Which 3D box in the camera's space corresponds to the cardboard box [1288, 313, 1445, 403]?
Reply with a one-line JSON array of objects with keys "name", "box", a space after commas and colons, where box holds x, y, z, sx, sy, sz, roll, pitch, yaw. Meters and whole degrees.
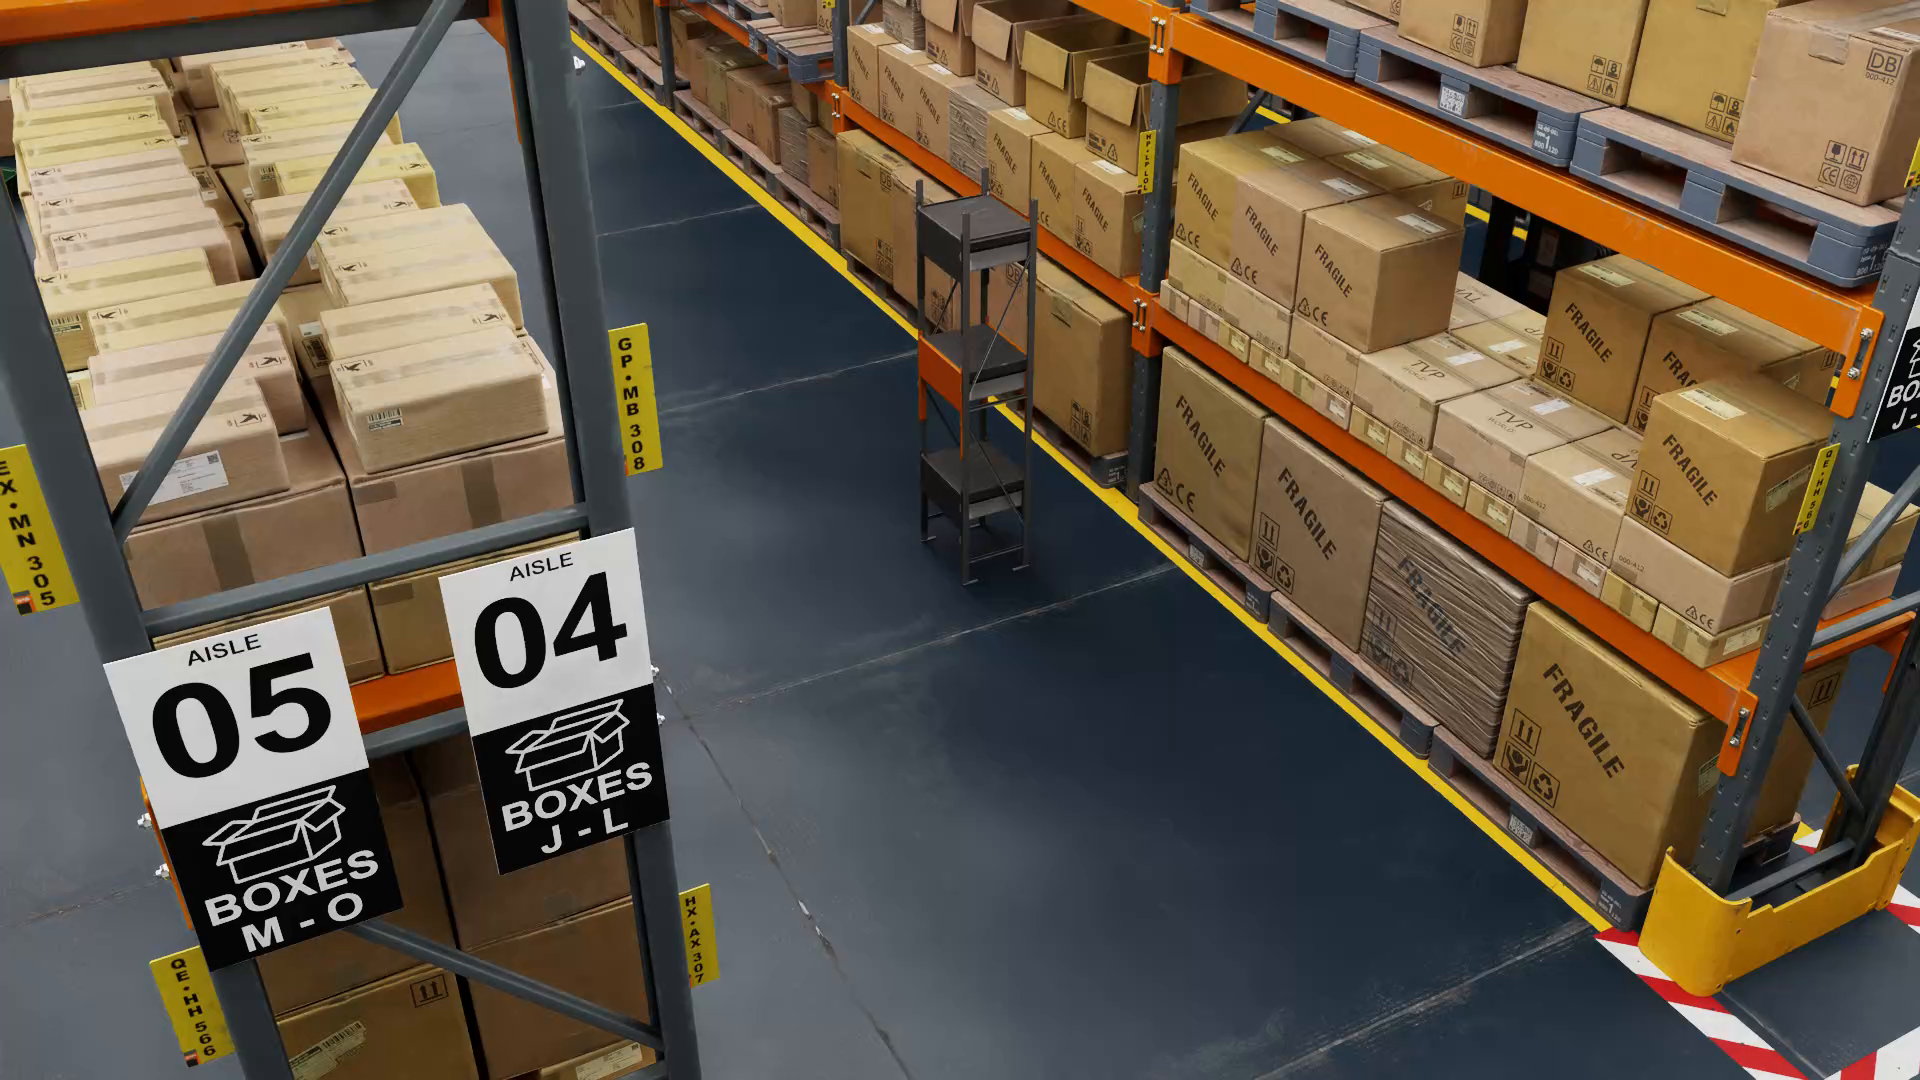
[{"name": "cardboard box", "box": [1.893, -0.904, 7.762, 0.500, 0.250, 0.500, -15, 36, -22]}]

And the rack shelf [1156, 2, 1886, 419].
[{"name": "rack shelf", "box": [2.364, -1.622, 6.906, 1.077, 0.370, 4.000, -16, 36, -23]}]

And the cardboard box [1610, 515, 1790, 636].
[{"name": "cardboard box", "box": [2.836, 0.066, 6.248, 0.500, 0.250, 0.500, -16, 36, -24]}]

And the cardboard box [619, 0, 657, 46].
[{"name": "cardboard box", "box": [-3.082, -5.307, 16.700, 0.500, 0.500, 0.500, -19, 37, -27]}]

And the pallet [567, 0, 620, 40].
[{"name": "pallet", "box": [-3.780, -5.736, 18.026, 1.003, 0.211, 1.213, -16, 36, -23]}]

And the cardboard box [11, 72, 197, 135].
[{"name": "cardboard box", "box": [-2.763, -1.298, 5.409, 0.500, 0.250, 0.500, -16, 36, -23]}]

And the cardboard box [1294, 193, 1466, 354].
[{"name": "cardboard box", "box": [1.898, -1.217, 7.556, 0.500, 0.500, 0.500, -17, 36, -25]}]

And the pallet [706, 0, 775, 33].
[{"name": "pallet", "box": [-1.393, -4.379, 13.501, 1.003, 0.211, 1.213, -16, 36, -23]}]

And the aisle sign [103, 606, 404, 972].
[{"name": "aisle sign", "box": [-1.370, 0.508, 3.286, 0.394, 0.787, 0.004, -16, 36, -23]}]

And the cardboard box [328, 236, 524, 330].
[{"name": "cardboard box", "box": [-1.253, -0.572, 3.907, 0.380, 0.149, 0.250, -16, 36, -23]}]

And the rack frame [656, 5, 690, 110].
[{"name": "rack frame", "box": [-2.298, -5.434, 14.970, 1.000, 3.000, 0.127, -16, 36, -23]}]

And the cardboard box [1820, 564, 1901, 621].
[{"name": "cardboard box", "box": [3.423, 0.146, 6.493, 0.380, 0.149, 0.250, -15, 36, -23]}]

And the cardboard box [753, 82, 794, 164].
[{"name": "cardboard box", "box": [-1.304, -3.503, 13.865, 0.700, 0.500, 0.500, -13, 35, -19]}]

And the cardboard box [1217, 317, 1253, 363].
[{"name": "cardboard box", "box": [1.521, -1.035, 8.336, 0.380, 0.149, 0.250, -15, 35, -22]}]

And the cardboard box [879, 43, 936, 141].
[{"name": "cardboard box", "box": [-0.205, -3.021, 11.111, 0.500, 0.500, 0.500, -17, 36, -24]}]

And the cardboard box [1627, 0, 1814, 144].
[{"name": "cardboard box", "box": [2.851, -1.765, 5.888, 0.700, 0.500, 0.500, -17, 36, -25]}]

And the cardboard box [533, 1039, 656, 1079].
[{"name": "cardboard box", "box": [-0.999, 1.361, 4.597, 0.380, 0.149, 0.250, -16, 36, -23]}]

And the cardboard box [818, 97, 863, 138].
[{"name": "cardboard box", "box": [-0.772, -3.286, 12.831, 0.500, 0.250, 0.500, -14, 35, -21]}]

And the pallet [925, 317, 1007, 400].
[{"name": "pallet", "box": [0.432, -1.374, 11.218, 1.003, 0.211, 1.213, -16, 36, -23]}]

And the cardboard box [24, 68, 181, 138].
[{"name": "cardboard box", "box": [-2.598, -1.298, 5.039, 0.380, 0.149, 0.250, -17, 36, -25]}]

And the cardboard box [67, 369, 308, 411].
[{"name": "cardboard box", "box": [-1.818, -0.318, 3.879, 0.500, 0.250, 0.500, -17, 36, -24]}]

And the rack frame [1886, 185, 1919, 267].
[{"name": "rack frame", "box": [3.297, -2.233, 4.413, 1.000, 3.000, 0.127, -16, 36, -23]}]

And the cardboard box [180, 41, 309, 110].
[{"name": "cardboard box", "box": [-2.314, -1.530, 5.402, 0.380, 0.149, 0.250, -15, 35, -21]}]

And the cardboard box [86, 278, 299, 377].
[{"name": "cardboard box", "box": [-1.702, -0.436, 3.694, 0.380, 0.149, 0.250, -17, 36, -25]}]

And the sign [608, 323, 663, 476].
[{"name": "sign", "box": [-0.658, -0.276, 3.328, 0.100, 0.325, 0.005, -16, 36, -23]}]

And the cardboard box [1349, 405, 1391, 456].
[{"name": "cardboard box", "box": [2.004, -0.542, 7.567, 0.380, 0.149, 0.250, -17, 36, -24]}]

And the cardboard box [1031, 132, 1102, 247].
[{"name": "cardboard box", "box": [0.747, -2.051, 9.596, 0.500, 0.500, 0.500, -15, 35, -22]}]

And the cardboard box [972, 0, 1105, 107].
[{"name": "cardboard box", "box": [0.513, -3.007, 10.158, 0.797, 0.503, 0.637, -15, 35, -22]}]

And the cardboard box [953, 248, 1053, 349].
[{"name": "cardboard box", "box": [0.698, -1.625, 10.605, 1.225, 0.875, 0.875, -17, 36, -25]}]

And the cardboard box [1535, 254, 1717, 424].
[{"name": "cardboard box", "box": [2.832, -0.867, 7.009, 0.500, 0.500, 0.500, -17, 36, -24]}]

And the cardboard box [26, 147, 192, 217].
[{"name": "cardboard box", "box": [-2.251, -0.911, 4.435, 0.380, 0.149, 0.250, -17, 36, -24]}]

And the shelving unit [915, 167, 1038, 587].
[{"name": "shelving unit", "box": [0.077, -0.805, 8.579, 0.431, 2.100, 0.503, -16, 36, -23]}]

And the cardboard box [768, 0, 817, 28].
[{"name": "cardboard box", "box": [-1.069, -4.233, 12.613, 0.700, 0.500, 0.500, -11, 34, -16]}]

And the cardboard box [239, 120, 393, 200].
[{"name": "cardboard box", "box": [-1.786, -1.047, 4.647, 0.380, 0.149, 0.250, -15, 35, -22]}]

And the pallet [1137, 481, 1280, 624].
[{"name": "pallet", "box": [1.717, -0.060, 9.166, 1.003, 0.211, 1.213, -16, 36, -23]}]

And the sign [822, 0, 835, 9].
[{"name": "sign", "box": [-0.909, -3.838, 11.479, 0.100, 0.325, 0.005, -16, 36, -23]}]

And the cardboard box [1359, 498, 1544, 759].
[{"name": "cardboard box", "box": [2.503, 0.291, 7.614, 0.875, 0.875, 0.875, -16, 36, -23]}]

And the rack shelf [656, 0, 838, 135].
[{"name": "rack shelf", "box": [-1.366, -4.177, 13.674, 1.077, 0.370, 4.000, -16, 36, -23]}]

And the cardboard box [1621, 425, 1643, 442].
[{"name": "cardboard box", "box": [3.063, -0.313, 6.840, 0.500, 0.250, 0.500, -16, 36, -24]}]

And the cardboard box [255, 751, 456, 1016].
[{"name": "cardboard box", "box": [-1.572, 0.748, 4.026, 0.500, 0.500, 0.500, -17, 36, -24]}]

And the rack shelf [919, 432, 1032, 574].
[{"name": "rack shelf", "box": [0.077, -0.204, 8.964, 0.431, 0.518, 0.480, -16, 36, -23]}]

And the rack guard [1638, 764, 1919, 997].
[{"name": "rack guard", "box": [3.308, 1.357, 6.688, 1.175, 0.500, 0.348, -16, 36, -23]}]

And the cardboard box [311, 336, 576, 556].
[{"name": "cardboard box", "box": [-1.118, -0.198, 3.692, 0.500, 0.250, 0.500, -15, 36, -22]}]

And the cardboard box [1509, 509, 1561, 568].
[{"name": "cardboard box", "box": [2.484, -0.052, 6.803, 0.380, 0.149, 0.250, -15, 36, -22]}]

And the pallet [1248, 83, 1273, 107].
[{"name": "pallet", "box": [3.057, -4.558, 16.187, 1.003, 0.211, 1.213, -16, 36, -23]}]

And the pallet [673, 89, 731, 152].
[{"name": "pallet", "box": [-1.934, -3.889, 15.143, 1.003, 0.211, 1.213, -16, 36, -23]}]

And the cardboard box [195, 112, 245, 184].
[{"name": "cardboard box", "box": [-2.084, -1.172, 5.213, 0.500, 0.250, 0.500, -14, 35, -21]}]

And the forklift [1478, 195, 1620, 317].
[{"name": "forklift", "box": [3.035, -1.573, 9.006, 1.130, 2.935, 3.031, -18, 37, -26]}]
